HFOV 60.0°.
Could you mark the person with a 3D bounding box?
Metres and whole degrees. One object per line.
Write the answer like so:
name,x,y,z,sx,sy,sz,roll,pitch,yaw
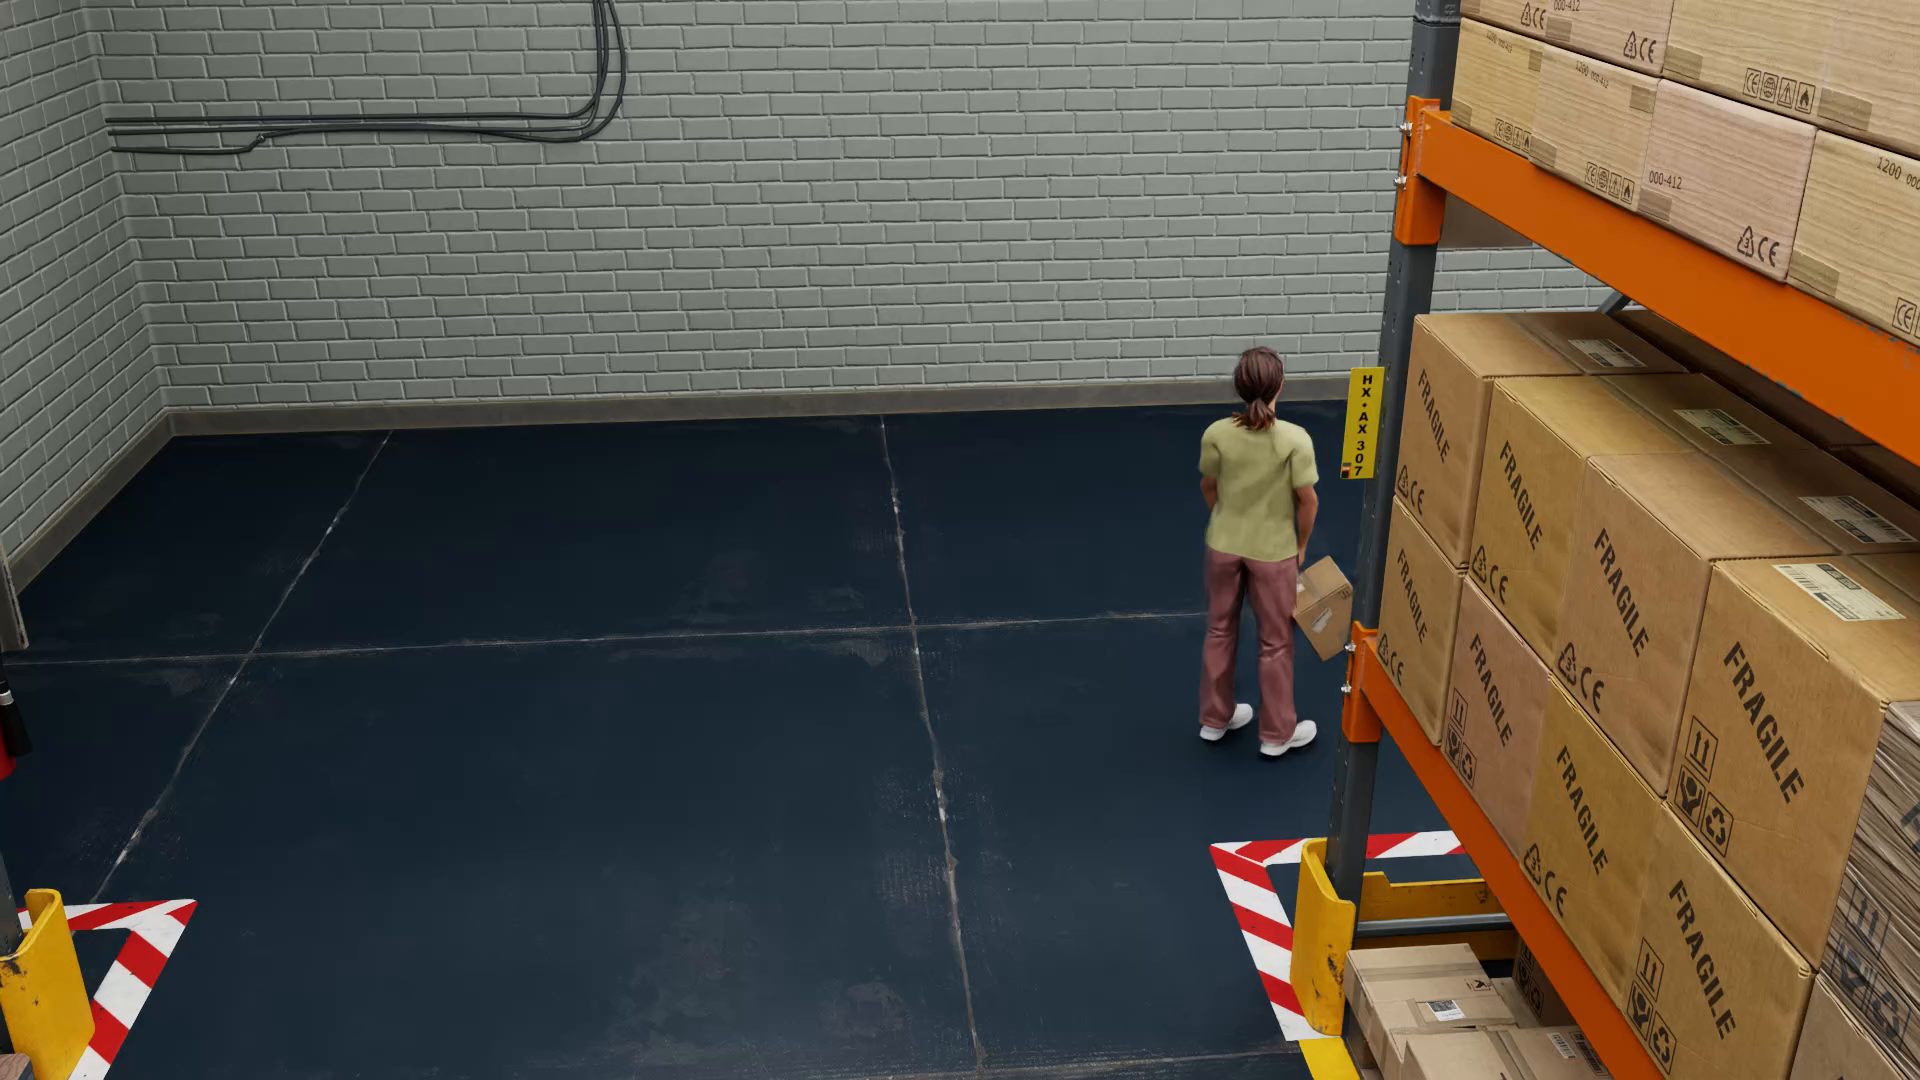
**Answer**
person,1.165,0.056,6.432,0.516,1.686,0.433,9,25,19
